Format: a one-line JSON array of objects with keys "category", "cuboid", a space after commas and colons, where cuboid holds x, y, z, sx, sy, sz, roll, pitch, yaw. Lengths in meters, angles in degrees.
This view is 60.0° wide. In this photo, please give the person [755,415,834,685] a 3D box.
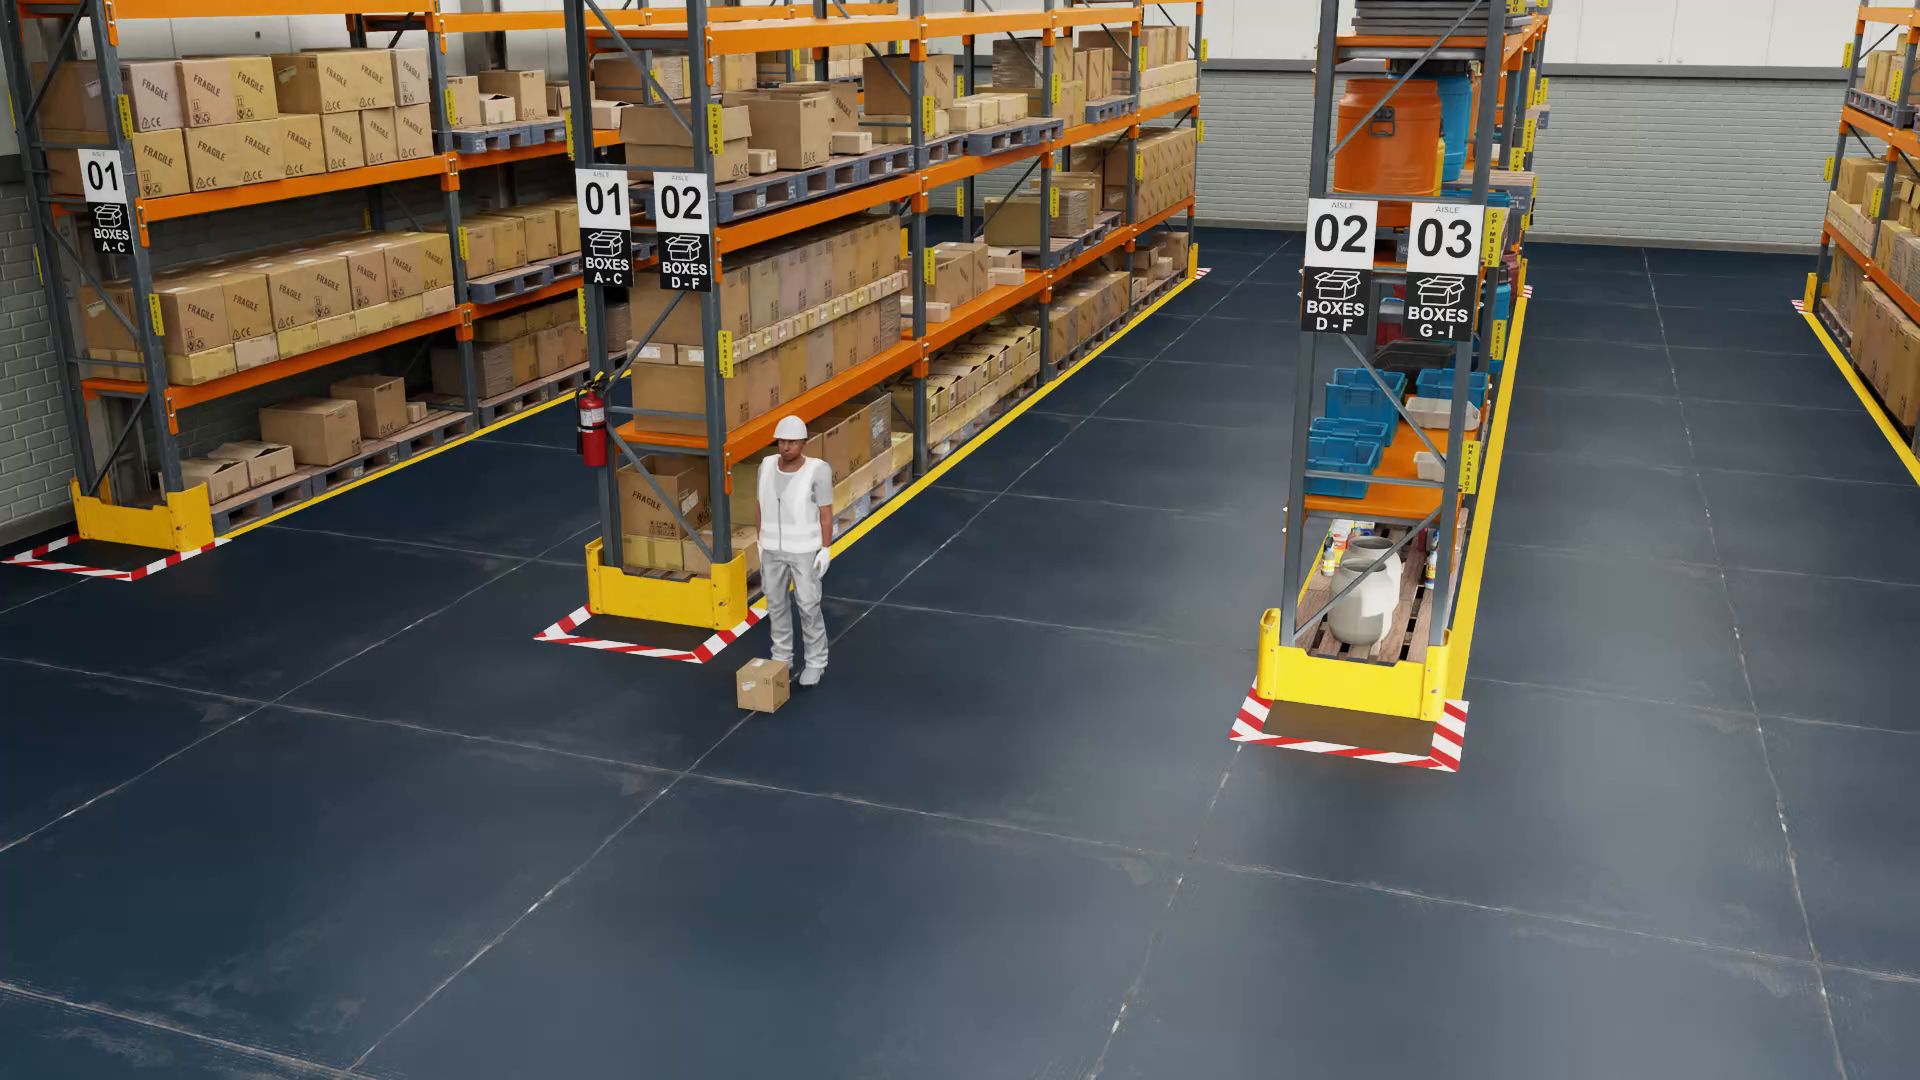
[{"category": "person", "cuboid": [-1.088, 0.061, 10.846, 0.546, 1.781, 0.366, 7, 20, 19]}]
